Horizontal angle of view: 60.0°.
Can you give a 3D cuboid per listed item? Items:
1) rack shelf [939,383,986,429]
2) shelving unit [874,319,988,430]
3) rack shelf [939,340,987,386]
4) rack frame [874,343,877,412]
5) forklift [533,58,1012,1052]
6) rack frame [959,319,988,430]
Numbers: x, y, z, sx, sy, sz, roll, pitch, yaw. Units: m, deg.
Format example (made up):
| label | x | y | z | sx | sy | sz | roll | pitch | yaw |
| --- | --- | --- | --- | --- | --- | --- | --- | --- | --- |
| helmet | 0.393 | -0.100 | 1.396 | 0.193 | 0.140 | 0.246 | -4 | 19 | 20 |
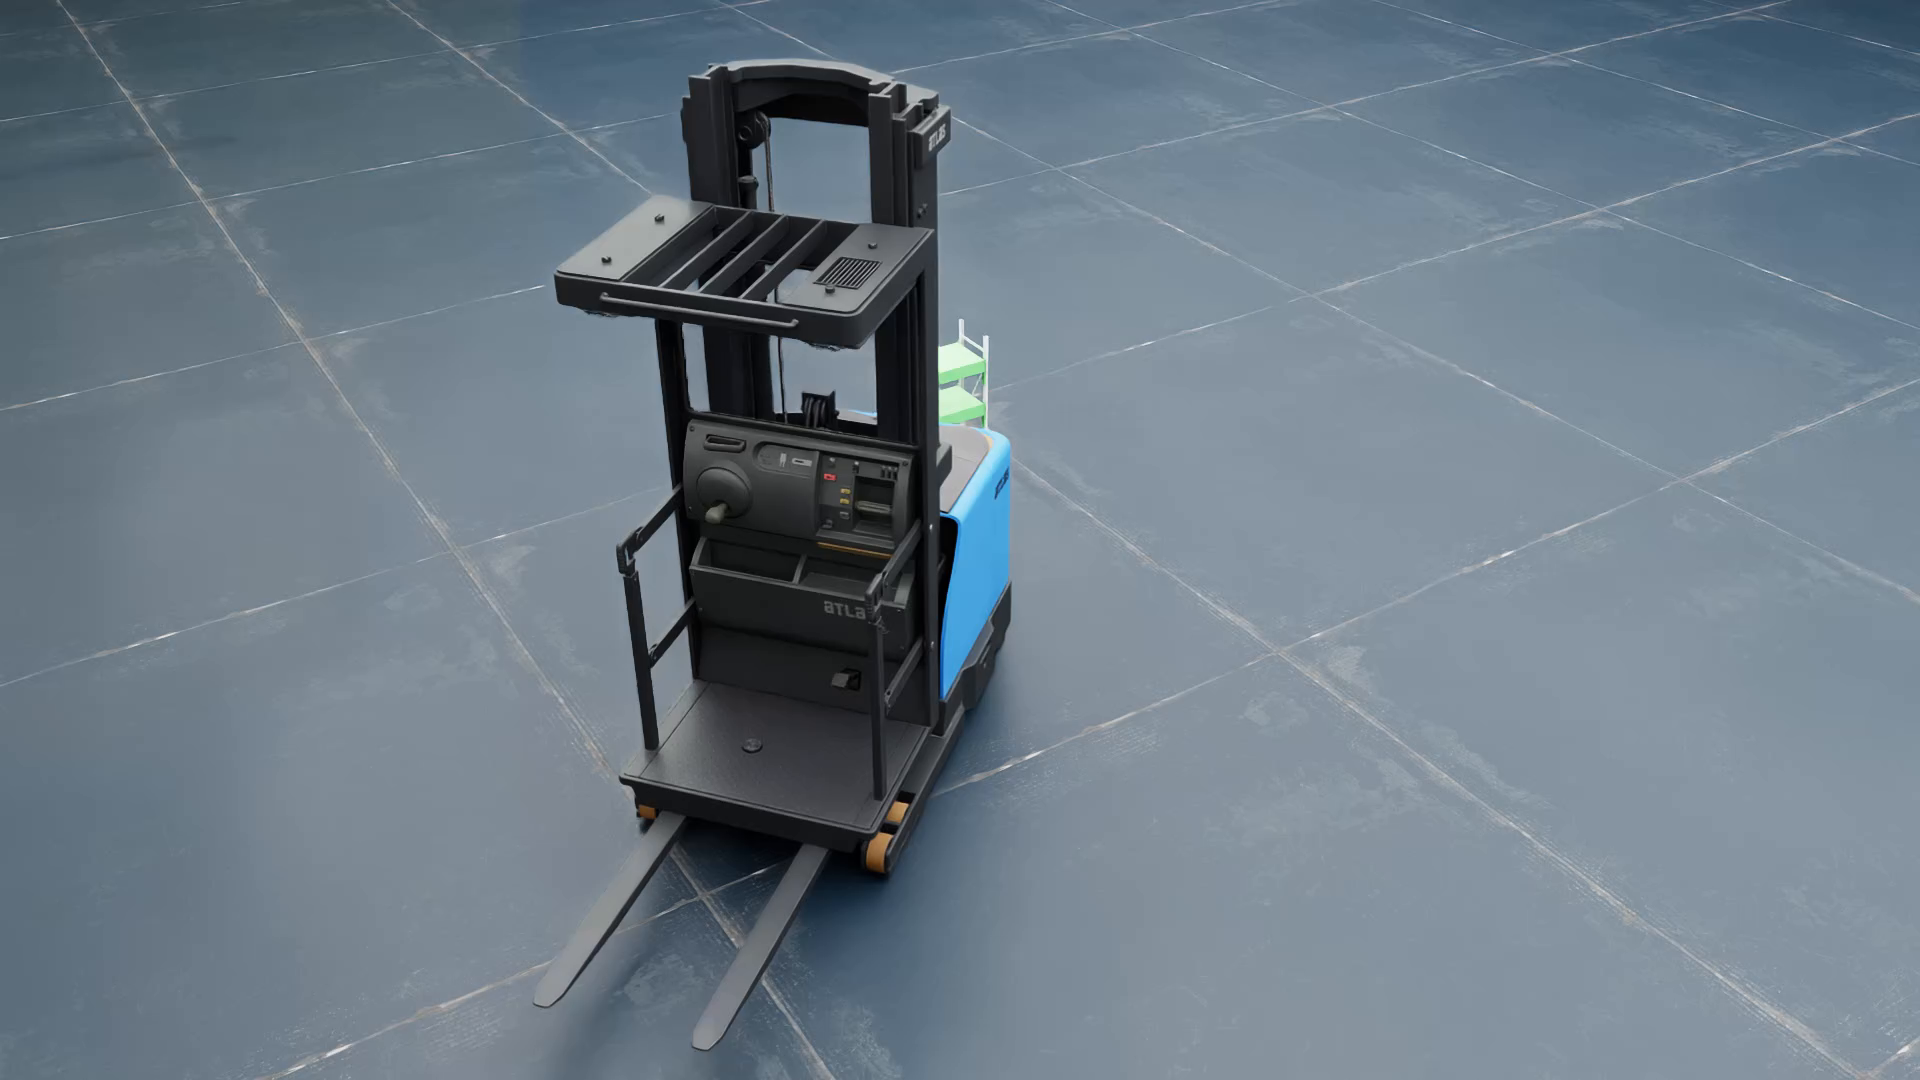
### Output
| label | x | y | z | sx | sy | sz | roll | pitch | yaw |
| --- | --- | --- | --- | --- | --- | --- | --- | --- | --- |
| rack shelf | -0.139 | -0.609 | 8.260 | 0.480 | 0.148 | 0.258 | -19 | 37 | -27 |
| shelving unit | -0.139 | -0.460 | 8.354 | 0.503 | 1.200 | 0.258 | -19 | 37 | -27 |
| rack shelf | -0.139 | -0.812 | 8.132 | 0.480 | 0.148 | 0.258 | -19 | 37 | -27 |
| rack frame | -0.344 | -0.389 | 8.242 | 0.015 | 1.200 | 0.240 | -19 | 37 | -27 |
| forklift | -0.698 | -0.152 | 6.243 | 1.130 | 2.935 | 3.031 | 10 | 34 | 15 |
| rack frame | 0.066 | -0.530 | 8.466 | 0.015 | 1.200 | 0.240 | -19 | 37 | -27 |
